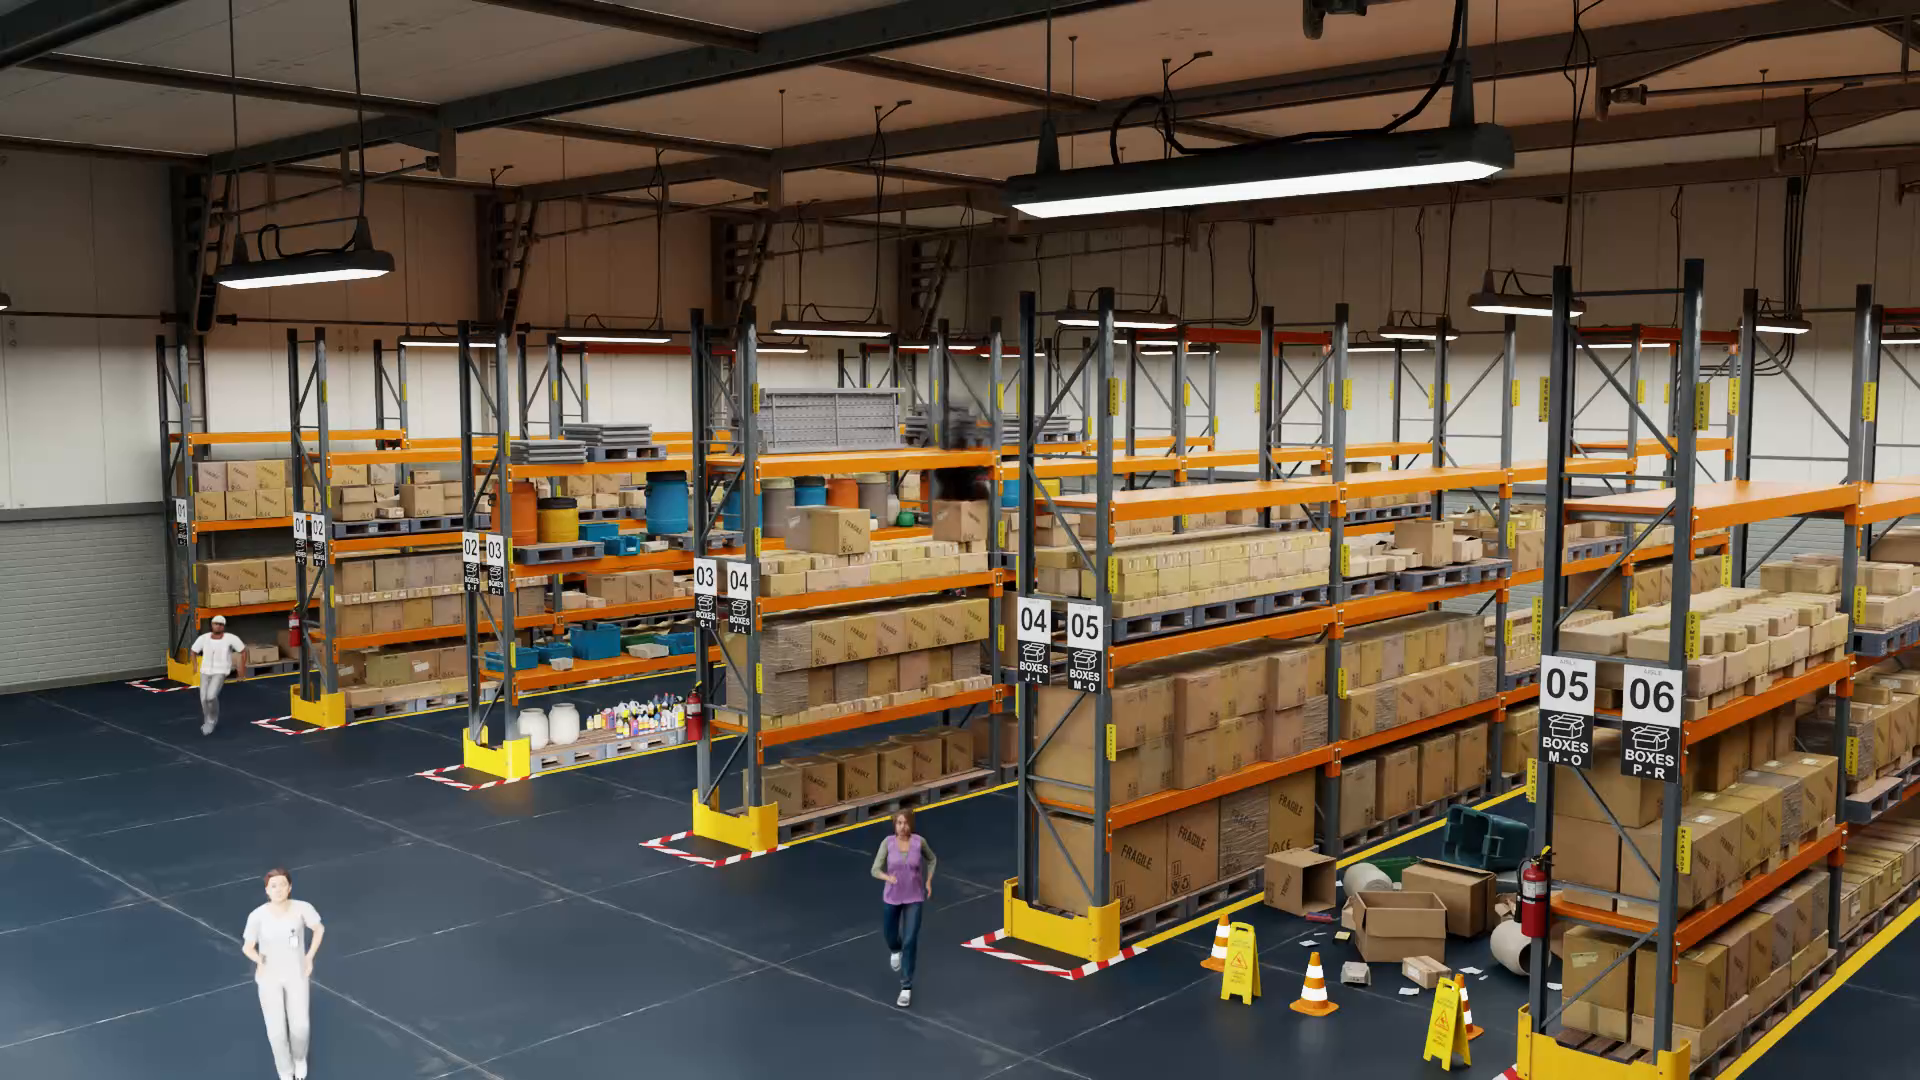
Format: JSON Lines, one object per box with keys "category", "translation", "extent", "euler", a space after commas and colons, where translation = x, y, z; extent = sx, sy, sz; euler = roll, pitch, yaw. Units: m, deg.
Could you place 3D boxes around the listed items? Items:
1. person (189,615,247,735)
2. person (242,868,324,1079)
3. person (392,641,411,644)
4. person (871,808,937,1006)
{"category": "person", "translation": [-11.033, 1.990, 24.633], "extent": [0.763, 1.754, 0.612], "euler": [0, 5, -1]}
{"category": "person", "translation": [-4.915, 3.208, 12.094], "extent": [0.554, 1.627, 0.548], "euler": [-2, 6, -20]}
{"category": "person", "translation": [-9.536, 1.711, 28.432], "extent": [0.576, 1.607, 0.565], "euler": [3, 6, 30]}
{"category": "person", "translation": [-0.472, 3.058, 14.078], "extent": [0.551, 1.552, 0.861], "euler": [0, 5, 1]}
